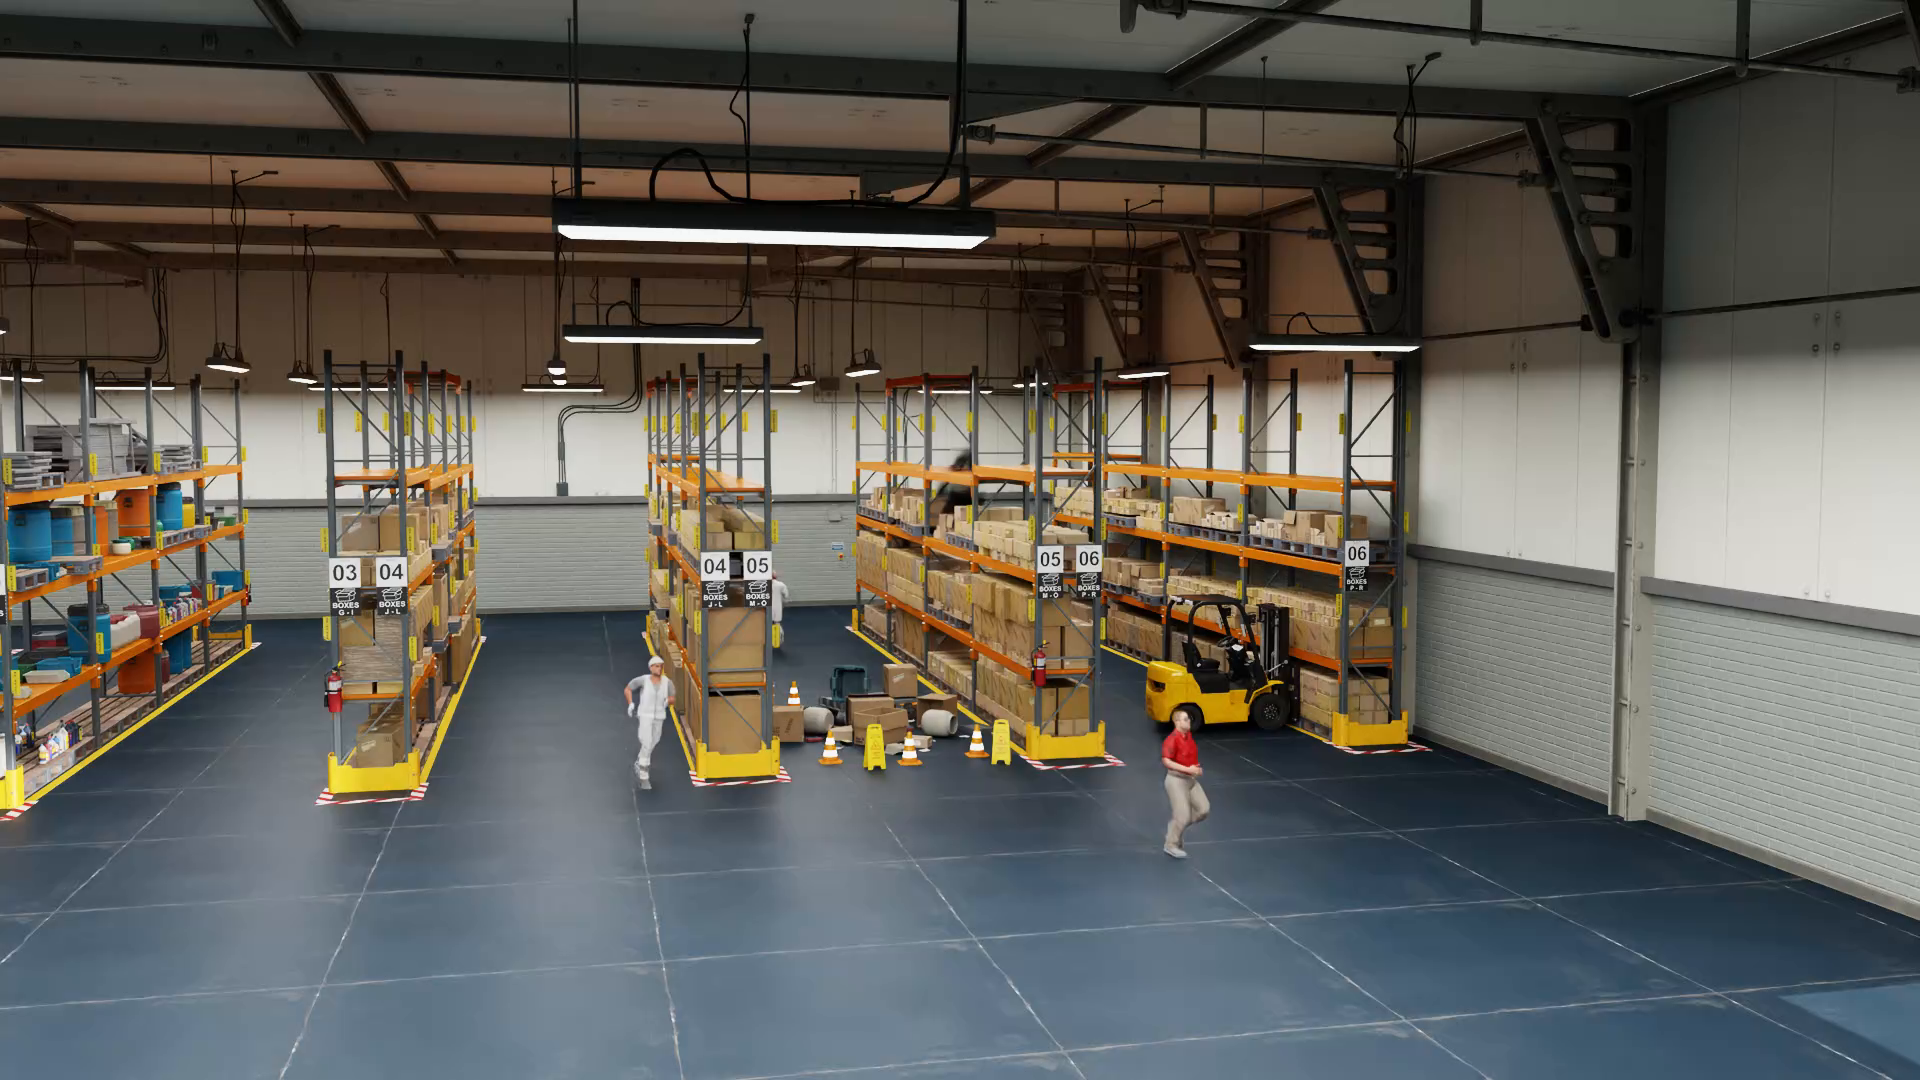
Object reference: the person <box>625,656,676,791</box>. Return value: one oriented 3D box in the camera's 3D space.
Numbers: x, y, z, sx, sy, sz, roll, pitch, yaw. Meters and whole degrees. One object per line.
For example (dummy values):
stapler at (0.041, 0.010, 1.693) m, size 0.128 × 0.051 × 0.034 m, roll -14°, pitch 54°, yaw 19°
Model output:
person at (-4.297, 2.519, 23.169) m, size 0.678 × 1.822 × 0.862 m, roll -2°, pitch 5°, yaw -31°

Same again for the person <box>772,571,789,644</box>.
person at (-4.163, 1.557, 37.030) m, size 0.709 × 1.752 × 0.869 m, roll -2°, pitch 4°, yaw -22°

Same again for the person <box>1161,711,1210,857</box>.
person at (2.602, 2.823, 19.210) m, size 0.578 × 1.686 × 0.694 m, roll 3°, pitch 5°, yaw 36°
